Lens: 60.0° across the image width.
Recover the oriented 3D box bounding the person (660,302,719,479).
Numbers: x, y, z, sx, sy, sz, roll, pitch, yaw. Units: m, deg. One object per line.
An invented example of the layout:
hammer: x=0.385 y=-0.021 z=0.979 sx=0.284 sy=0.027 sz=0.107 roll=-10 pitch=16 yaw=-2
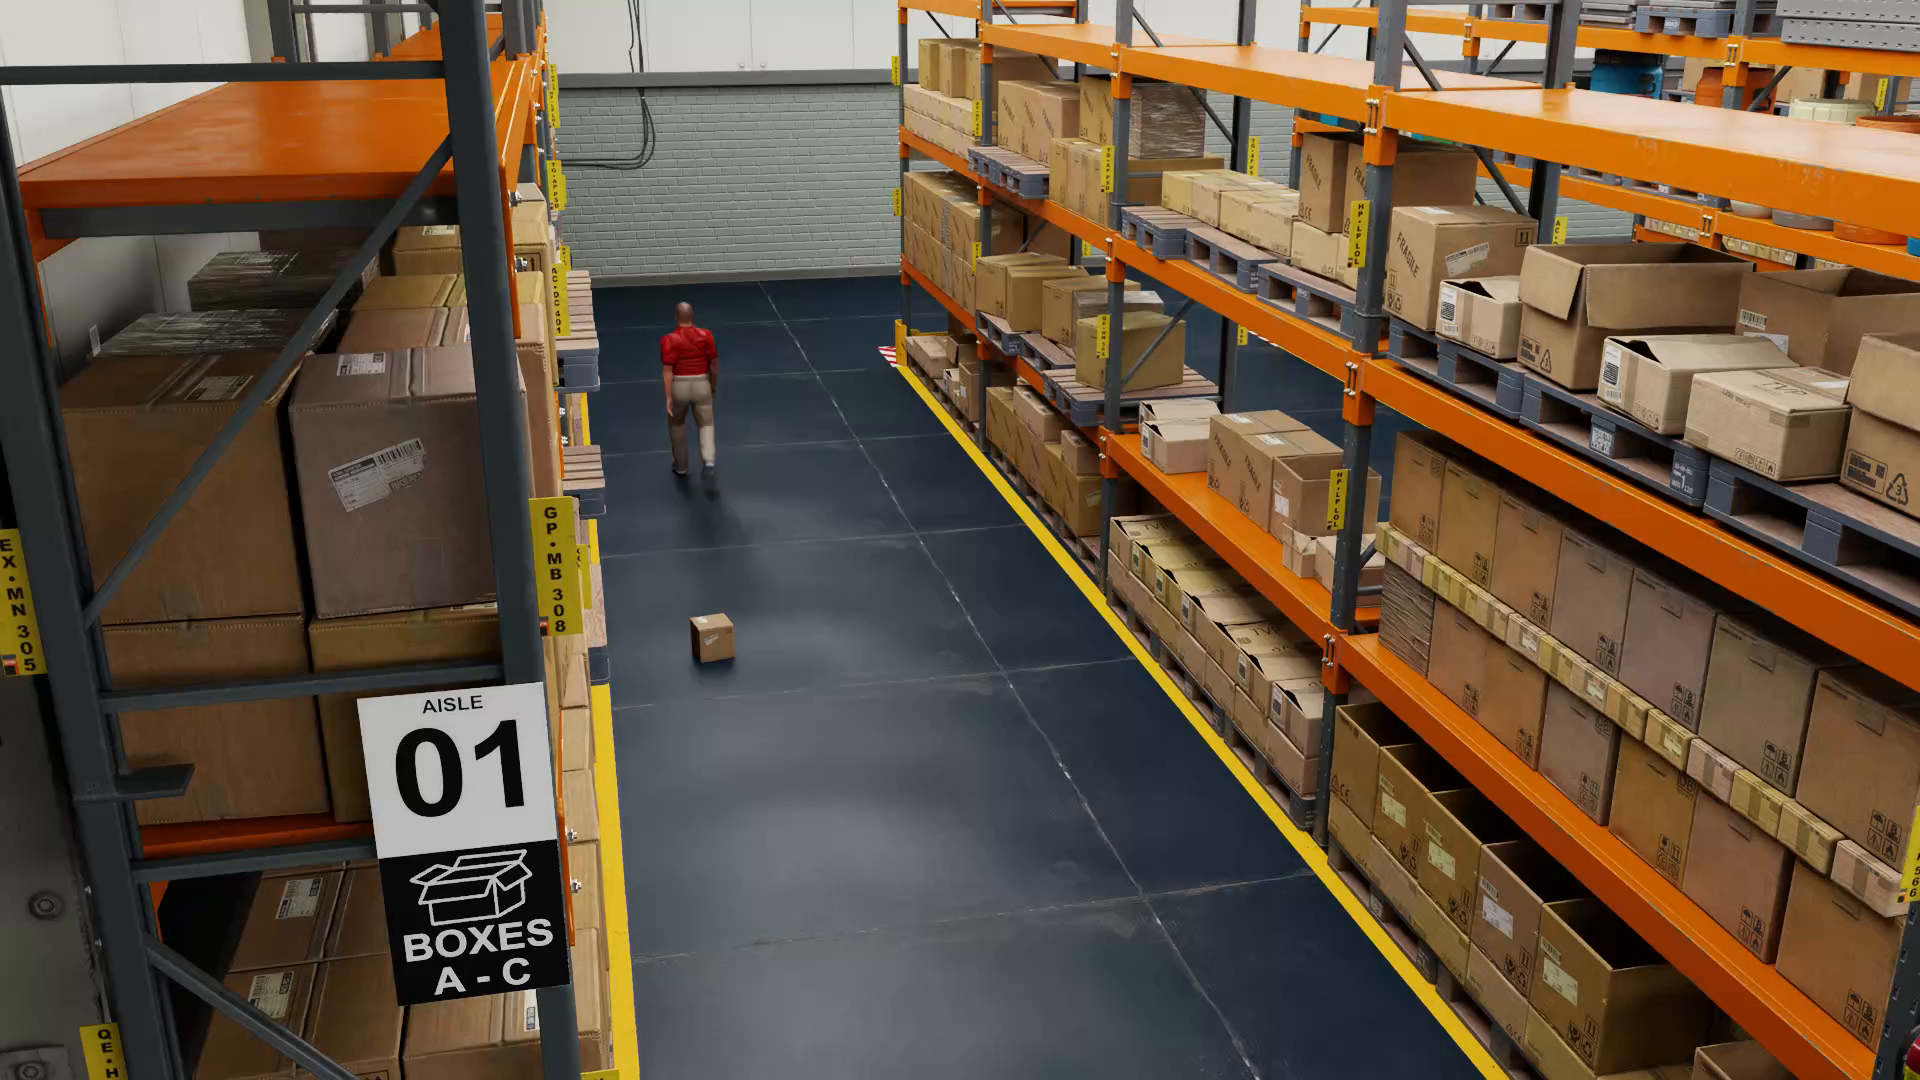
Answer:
person: x=-2.506 y=-1.389 z=15.507 sx=0.541 sy=1.686 sz=0.929 roll=-6 pitch=20 yaw=-17
